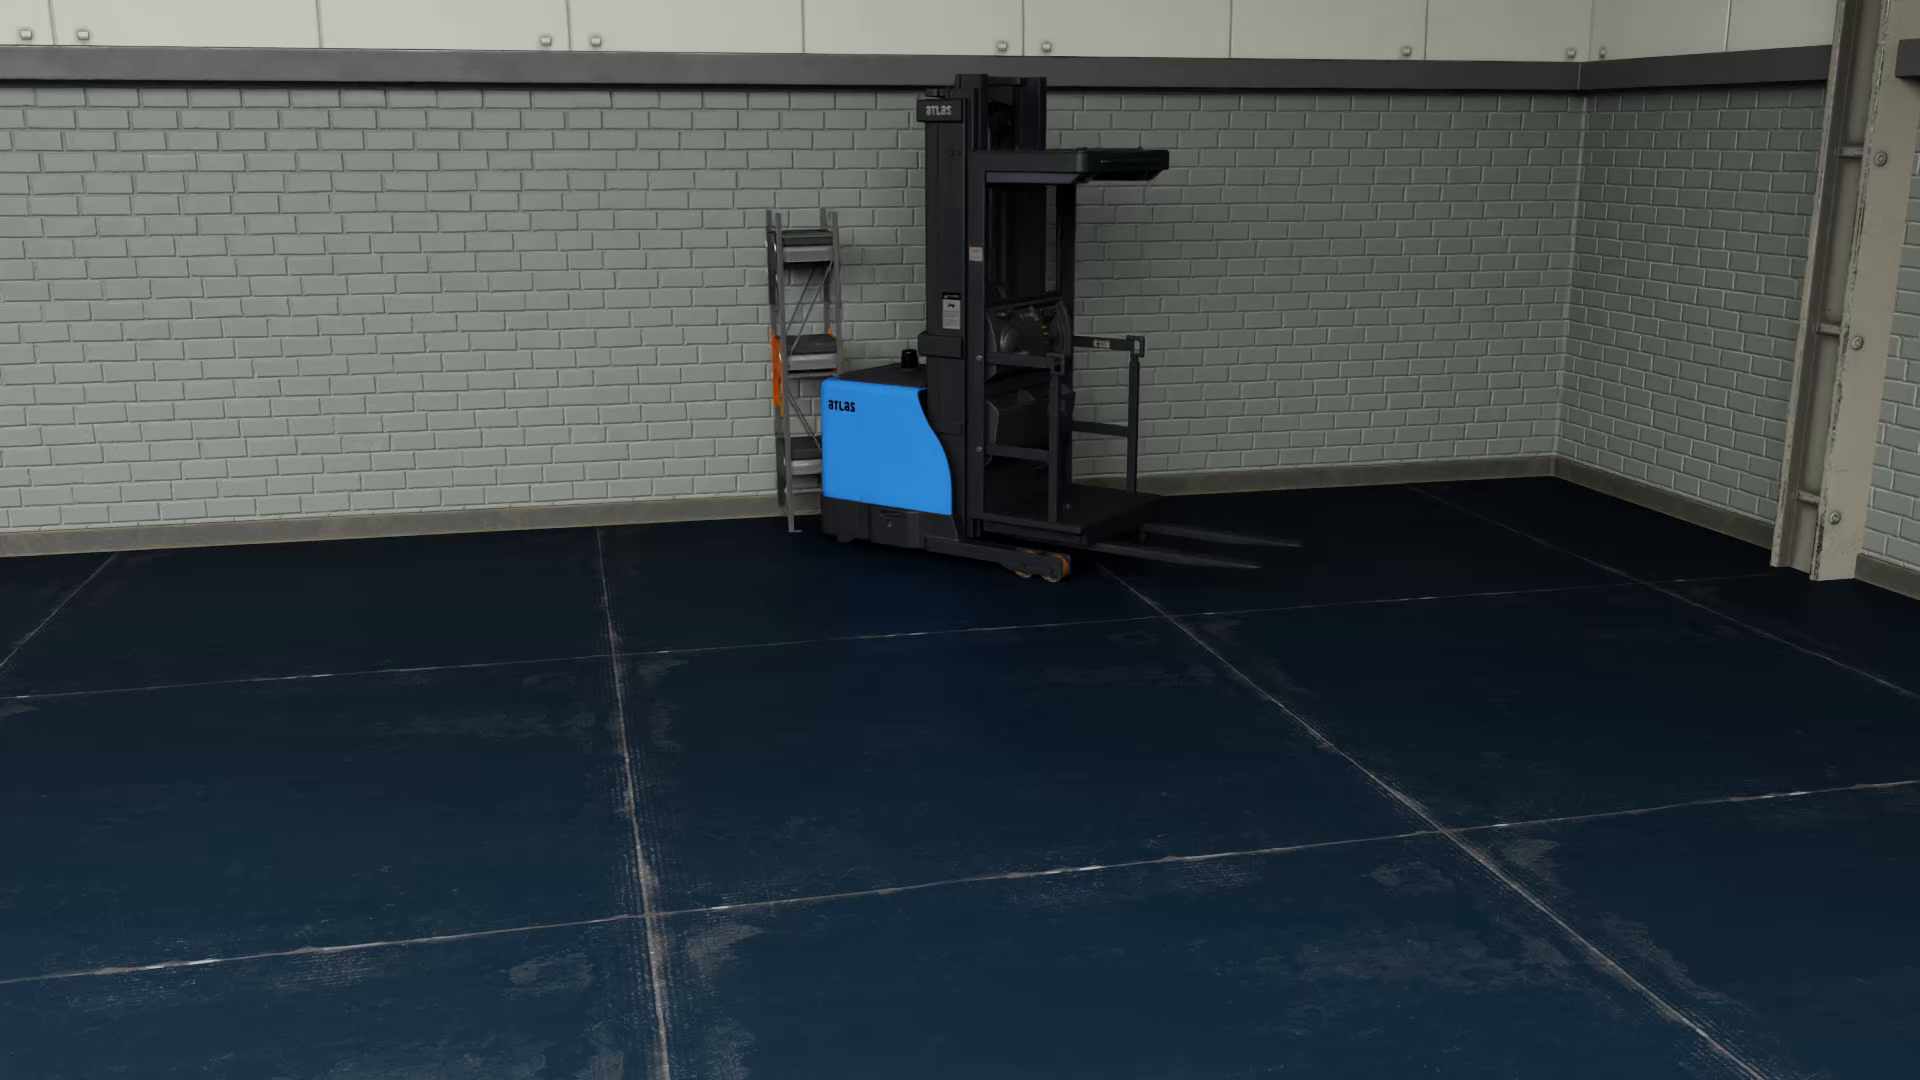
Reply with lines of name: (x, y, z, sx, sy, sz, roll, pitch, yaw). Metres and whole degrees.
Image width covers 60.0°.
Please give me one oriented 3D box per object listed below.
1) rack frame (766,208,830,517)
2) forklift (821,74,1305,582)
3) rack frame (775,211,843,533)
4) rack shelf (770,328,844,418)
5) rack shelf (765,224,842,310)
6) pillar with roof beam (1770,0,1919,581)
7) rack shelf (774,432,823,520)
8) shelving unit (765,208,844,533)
rack frame: (-1.081, -1.196, 11.376, 0.400, 2.100, 0.015, -4, 14, -13)
forklift: (0.605, -1.315, 10.132, 3.031, 2.935, 1.130, 9, 16, 32)
rack frame: (-0.967, -1.082, 10.916, 0.400, 2.100, 0.015, -4, 14, -13)
rack shelf: (-1.024, -1.126, 11.149, 0.431, 0.518, 0.480, -4, 14, -13)
rack shelf: (-1.035, -1.805, 10.979, 0.431, 0.518, 0.480, -4, 14, -13)
pillar with roof beam: (1.025, -3.942, 8.101, 9.100, 9.000, 0.400, -3, 14, -13)
rack shelf: (-1.012, -0.447, 11.320, 0.431, 0.518, 0.480, -4, 14, -13)
shelving unit: (-1.024, -1.139, 11.146, 0.431, 2.100, 0.503, -4, 14, -13)
